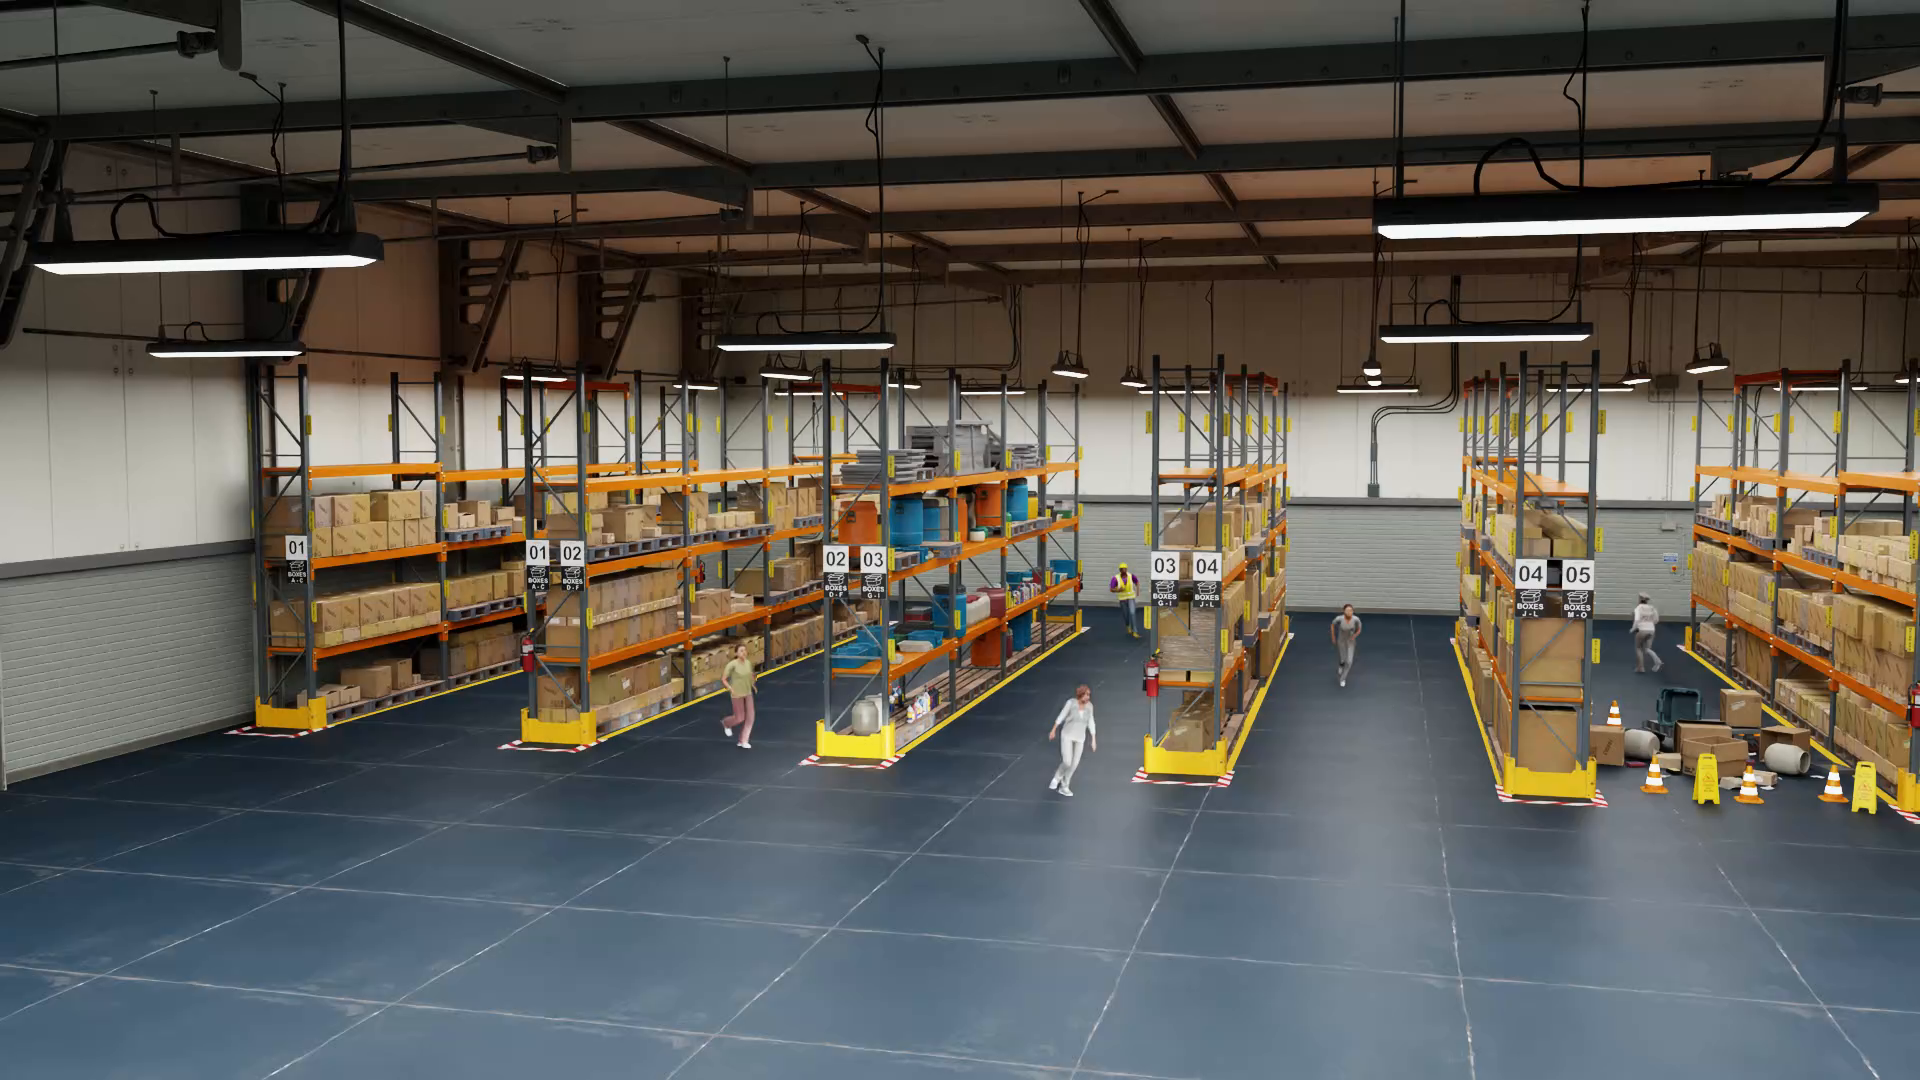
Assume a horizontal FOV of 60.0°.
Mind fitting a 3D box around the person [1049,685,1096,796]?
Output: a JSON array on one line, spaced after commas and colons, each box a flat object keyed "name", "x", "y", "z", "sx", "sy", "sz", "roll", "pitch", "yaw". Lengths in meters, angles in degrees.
[{"name": "person", "x": 1.520, "y": 2.694, "z": 22.380, "sx": 0.561, "sy": 1.545, "sz": 0.545, "roll": -2, "pitch": 4, "yaw": -21}]

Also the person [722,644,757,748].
[{"name": "person", "x": -3.449, "y": 2.412, "z": 25.928, "sx": 0.593, "sy": 1.622, "sz": 0.688, "roll": -3, "pitch": 5, "yaw": -39}]

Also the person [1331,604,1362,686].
[{"name": "person", "x": 7.438, "y": 2.013, "z": 32.045, "sx": 0.544, "sy": 1.601, "sz": 0.702, "roll": 0, "pitch": 4, "yaw": 0}]

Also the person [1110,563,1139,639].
[{"name": "person", "x": 3.905, "y": 1.416, "z": 39.432, "sx": 0.727, "sy": 1.757, "sz": 0.930, "roll": 0, "pitch": 4, "yaw": -1}]

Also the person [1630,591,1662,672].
[{"name": "person", "x": 13.874, "y": 1.880, "z": 33.522, "sx": 0.613, "sy": 1.645, "sz": 0.725, "roll": -1, "pitch": 4, "yaw": -11}]
